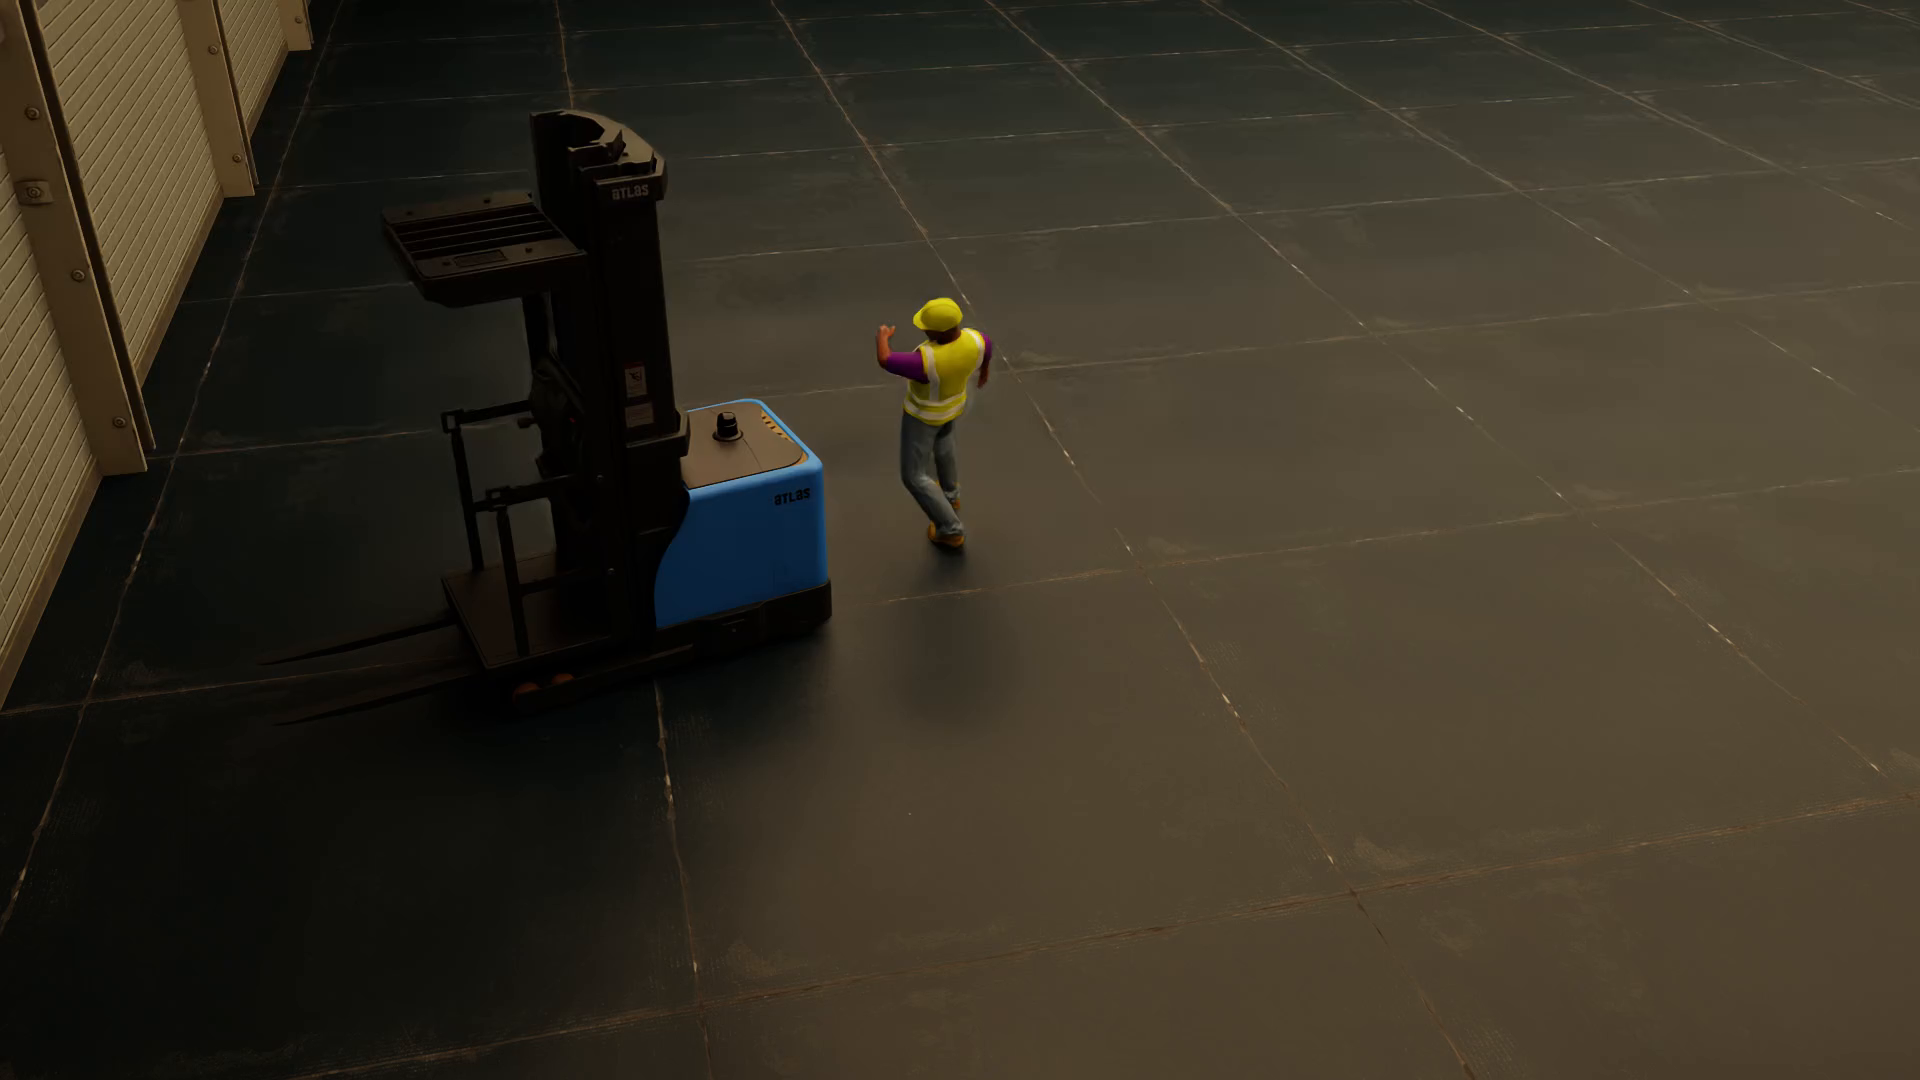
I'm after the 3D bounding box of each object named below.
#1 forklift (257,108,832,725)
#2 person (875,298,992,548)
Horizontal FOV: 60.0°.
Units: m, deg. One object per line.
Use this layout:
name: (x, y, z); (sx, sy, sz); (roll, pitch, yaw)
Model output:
forklift: (-2.288, -0.639, 8.678); (3.031, 2.935, 1.130); (-15, 33, -24)
person: (-0.128, -0.885, 10.410); (0.866, 1.604, 0.861); (20, 36, 31)
